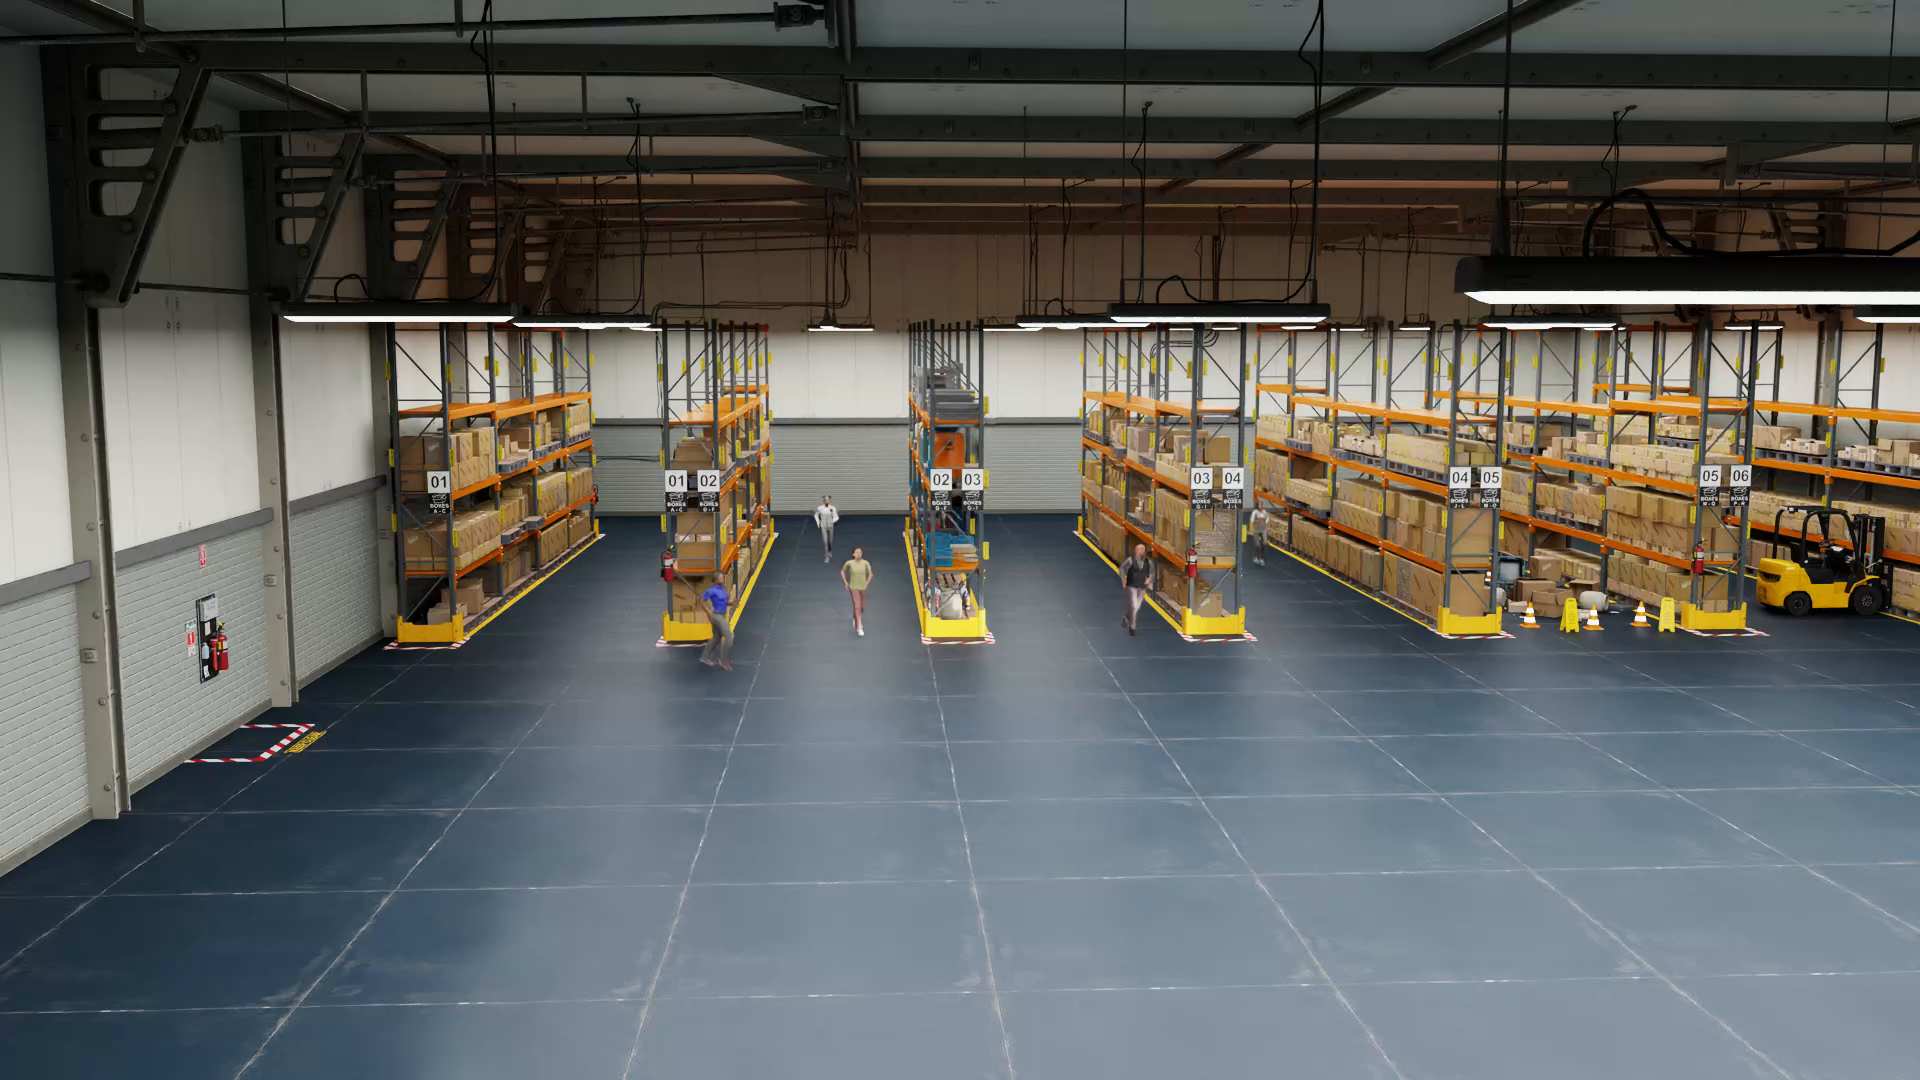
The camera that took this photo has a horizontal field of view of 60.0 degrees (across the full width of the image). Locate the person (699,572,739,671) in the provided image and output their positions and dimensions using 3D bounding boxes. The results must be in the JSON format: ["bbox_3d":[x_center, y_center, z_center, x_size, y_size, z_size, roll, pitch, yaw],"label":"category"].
[{"bbox_3d":[-4.136,1.399,28.476,0.753,1.720,0.543,1,7,10],"label":"person"}]

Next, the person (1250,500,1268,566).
[{"bbox_3d":[7.457,-0.169,41.341,0.514,1.631,0.653,-1,7,-5],"label":"person"}]

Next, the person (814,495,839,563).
[{"bbox_3d":[-3.376,-0.307,42.102,0.620,1.700,0.764,-1,7,-6],"label":"person"}]

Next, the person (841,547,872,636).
[{"bbox_3d":[-1.980,0.948,31.996,0.590,1.672,0.862,-2,7,-19],"label":"person"}]

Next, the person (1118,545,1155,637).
[{"bbox_3d":[3.415,0.941,31.981,0.672,1.716,0.812,-2,7,-17],"label":"person"}]
